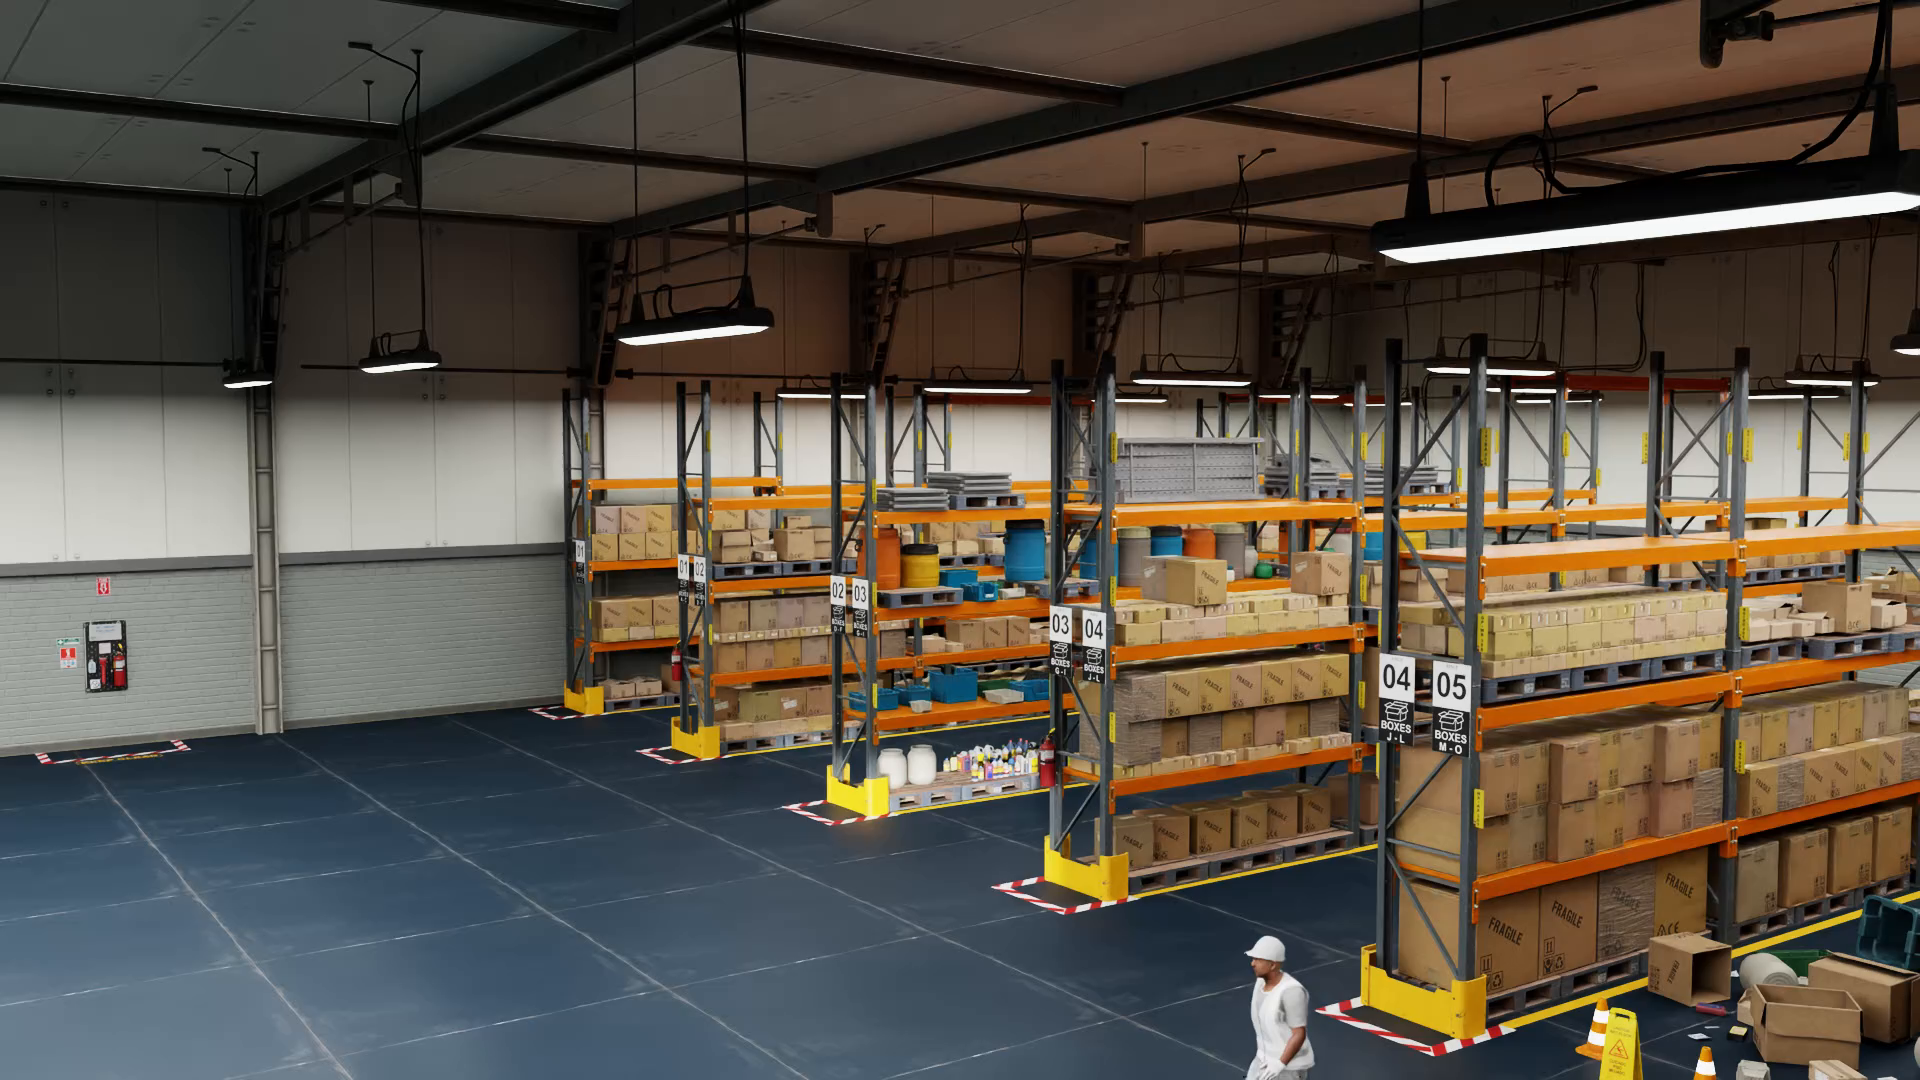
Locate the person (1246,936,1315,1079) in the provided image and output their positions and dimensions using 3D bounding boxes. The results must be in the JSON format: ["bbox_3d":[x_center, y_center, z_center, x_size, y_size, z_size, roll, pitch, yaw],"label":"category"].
[{"bbox_3d":[2.263,3.579,11.538,0.798,1.696,0.607,-2,4,-22],"label":"person"}]
